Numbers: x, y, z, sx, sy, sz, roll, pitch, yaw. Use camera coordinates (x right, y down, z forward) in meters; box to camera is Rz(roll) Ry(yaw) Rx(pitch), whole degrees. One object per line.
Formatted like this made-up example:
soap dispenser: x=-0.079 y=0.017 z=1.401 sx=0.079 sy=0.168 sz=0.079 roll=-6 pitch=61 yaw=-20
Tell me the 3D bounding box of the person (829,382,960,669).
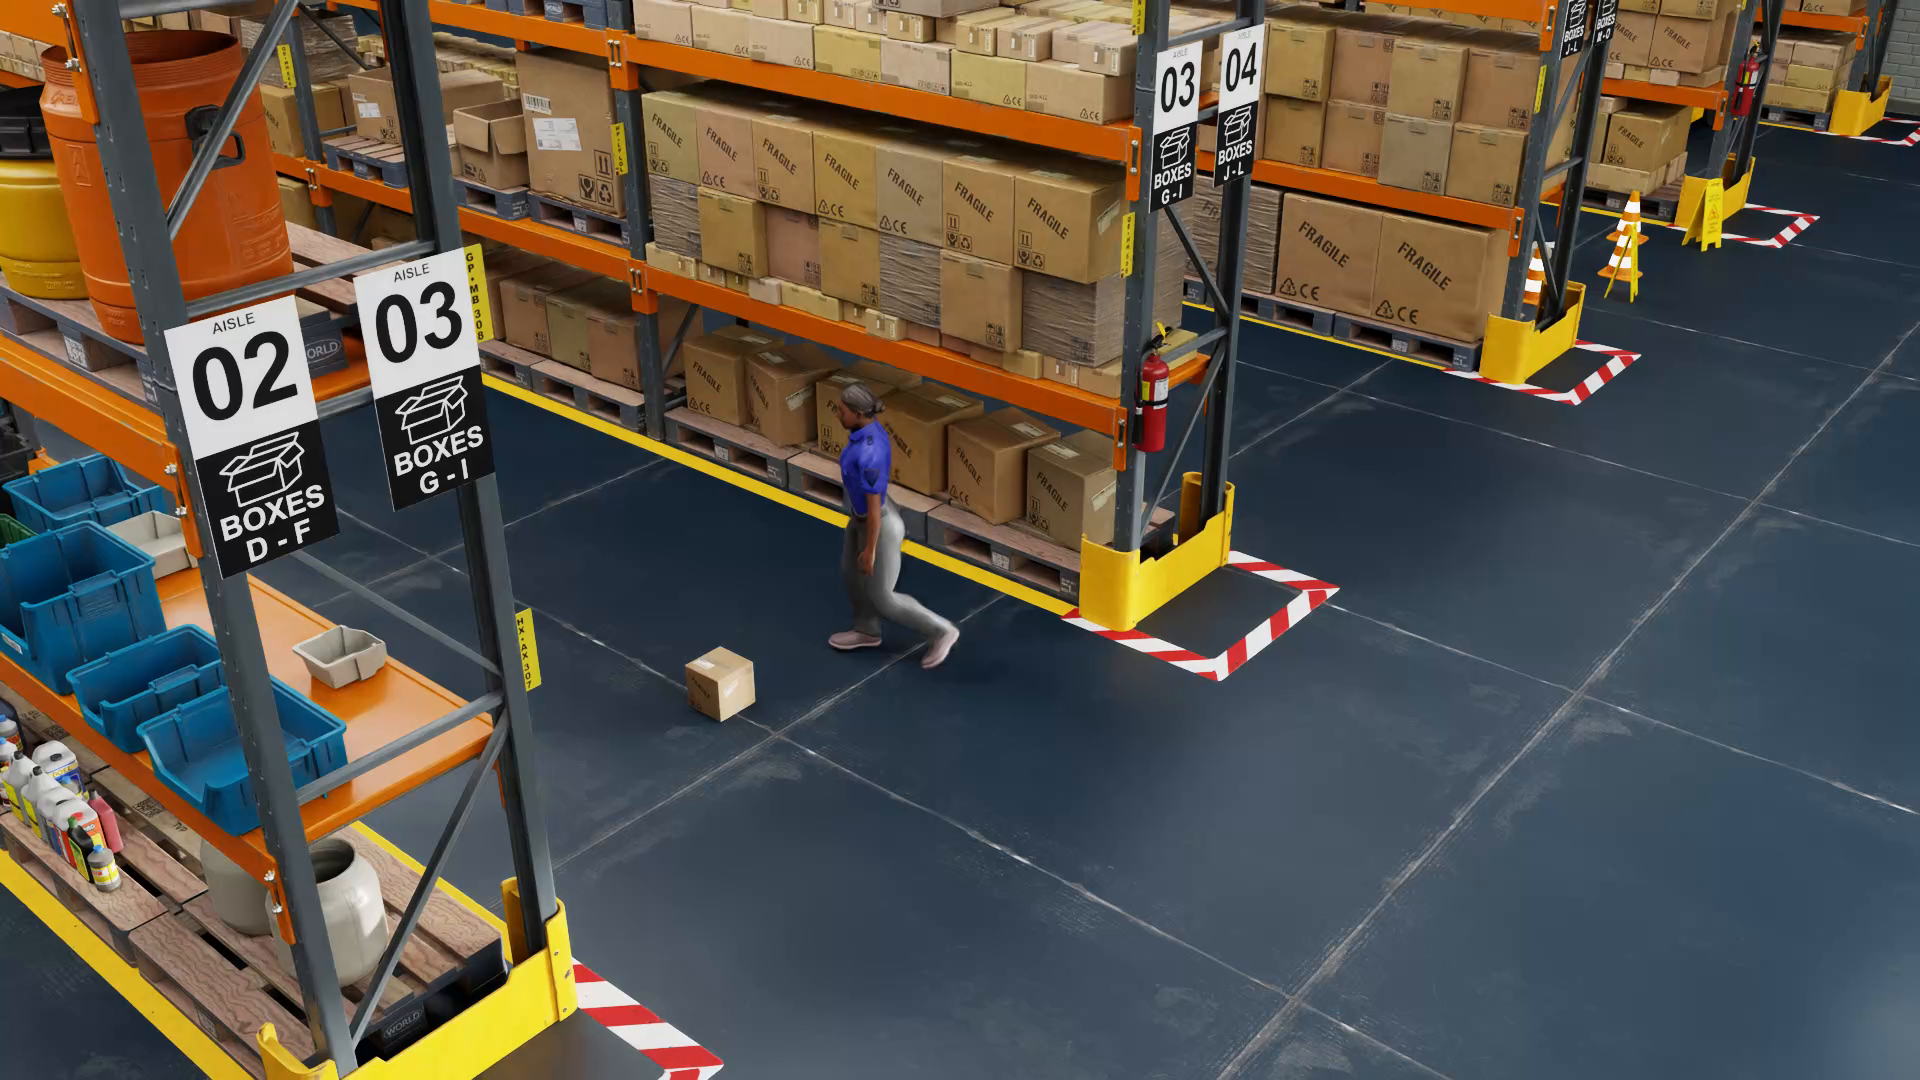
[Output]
person: x=-0.359 y=-0.072 z=8.765 sx=0.696 sy=1.627 sz=0.533 roll=-4 pitch=28 yaw=-7
